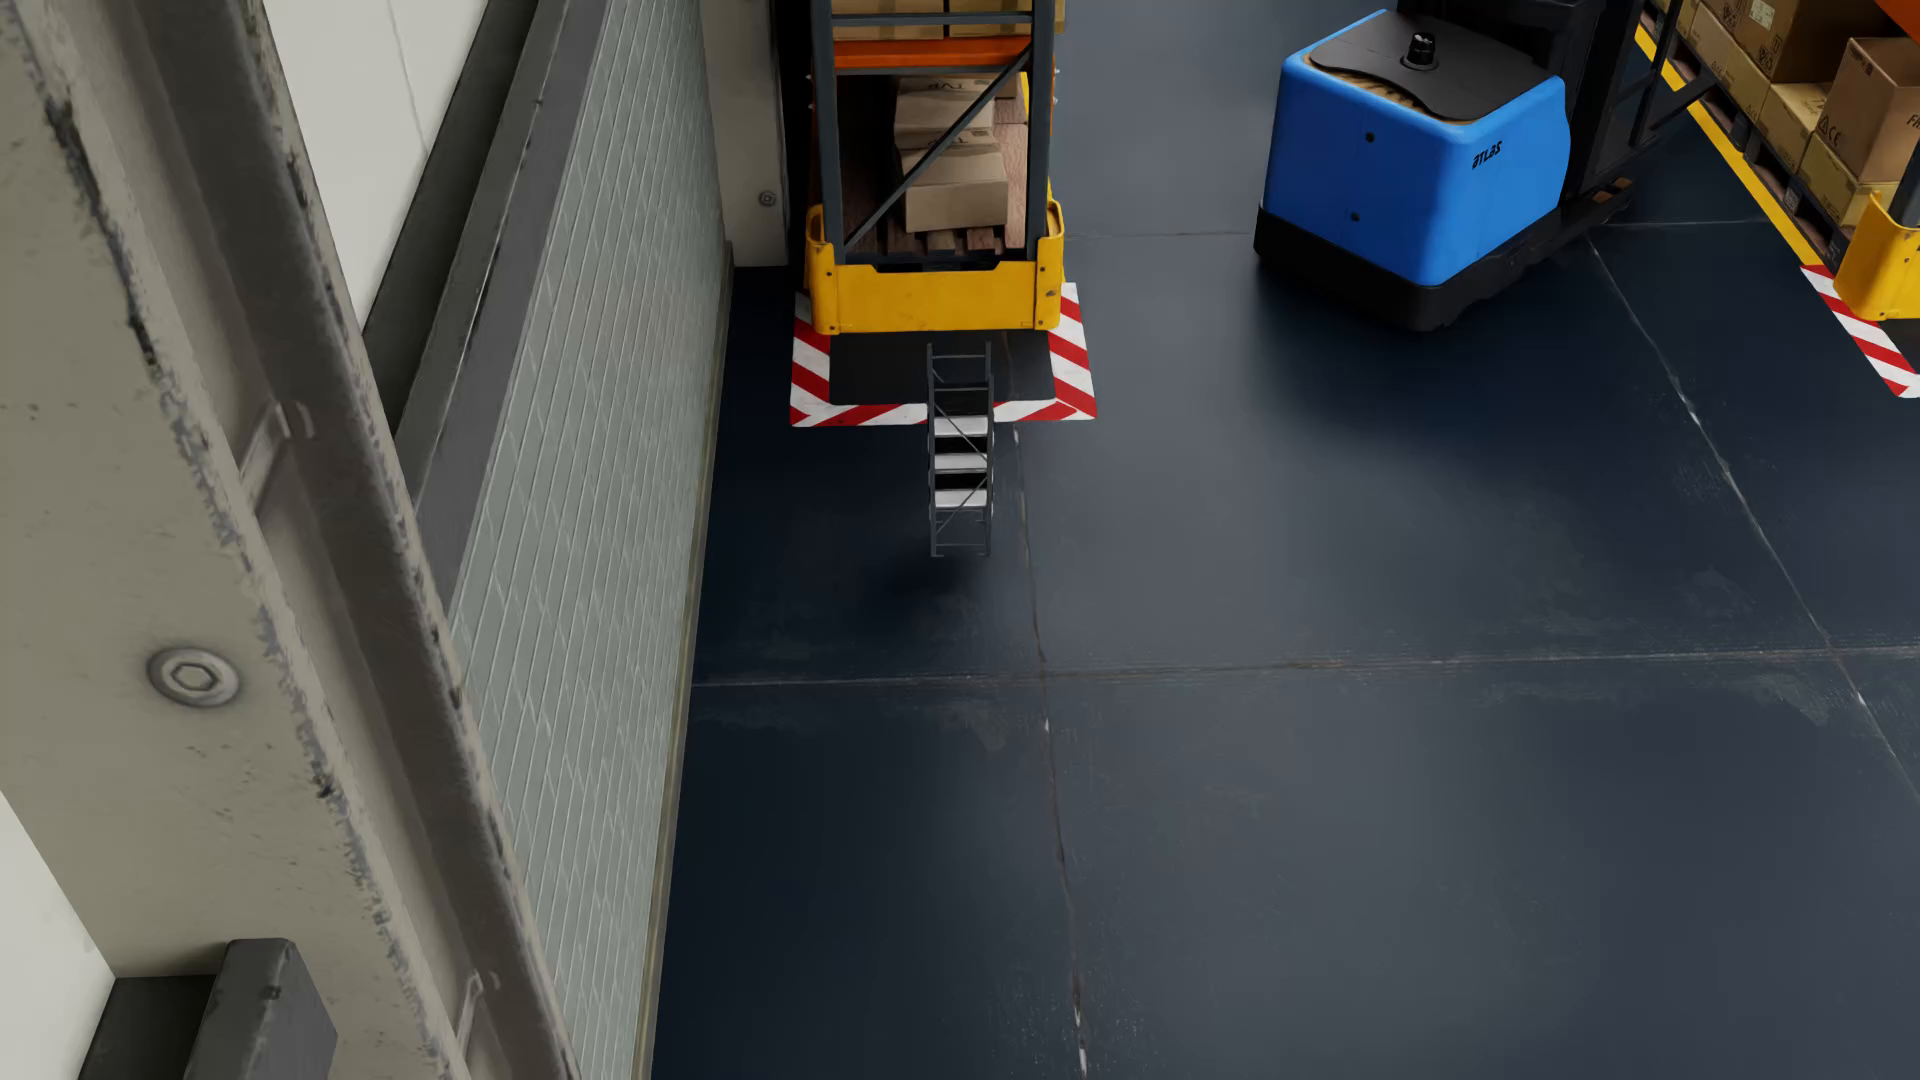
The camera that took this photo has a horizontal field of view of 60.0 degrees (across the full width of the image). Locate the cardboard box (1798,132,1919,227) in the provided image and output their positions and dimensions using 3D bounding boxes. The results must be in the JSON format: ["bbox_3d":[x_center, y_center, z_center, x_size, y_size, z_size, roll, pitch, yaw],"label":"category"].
[{"bbox_3d":[4.518,-1.786,8.203,0.500,0.250,0.500,-2,43,-2],"label":"cardboard box"}]

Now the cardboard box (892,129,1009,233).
[{"bbox_3d":[-0.053,-1.788,8.145,0.500,0.311,0.500,-6,43,-7],"label":"cardboard box"}]

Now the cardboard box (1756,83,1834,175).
[{"bbox_3d":[4.484,-2.124,8.571,0.500,0.250,0.500,-2,43,-2],"label":"cardboard box"}]

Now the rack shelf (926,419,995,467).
[{"bbox_3d":[0.000,-0.379,6.414,0.258,0.077,0.200,-2,43,-2],"label":"rack shelf"}]

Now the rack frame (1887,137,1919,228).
[{"bbox_3d":[4.836,-2.292,7.030,1.000,3.000,0.127,-2,43,-2],"label":"rack frame"}]

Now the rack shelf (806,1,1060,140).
[{"bbox_3d":[-0.198,-3.232,8.589,1.077,0.370,4.000,-2,43,-2],"label":"rack shelf"}]

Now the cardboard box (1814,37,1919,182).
[{"bbox_3d":[4.516,-2.063,7.950,0.500,0.500,0.500,-2,43,-2],"label":"cardboard box"}]

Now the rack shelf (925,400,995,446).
[{"bbox_3d":[0.000,-0.445,6.353,0.258,0.077,0.200,-2,43,-2],"label":"rack shelf"}]

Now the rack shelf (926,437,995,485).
[{"bbox_3d":[0.000,-0.313,6.474,0.258,0.077,0.200,-2,43,-2],"label":"rack shelf"}]

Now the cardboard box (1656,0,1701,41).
[{"bbox_3d":[4.415,-3.136,9.676,0.500,0.250,0.500,-2,43,-2],"label":"cardboard box"}]

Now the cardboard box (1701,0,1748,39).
[{"bbox_3d":[4.438,-3.075,9.054,0.500,0.500,0.500,-2,43,-2],"label":"cardboard box"}]

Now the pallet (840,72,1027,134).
[{"bbox_3d":[-0.165,-2.542,9.366,1.003,0.211,1.213,-2,43,-2],"label":"pallet"}]

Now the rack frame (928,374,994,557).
[{"bbox_3d":[0.004,-0.269,6.377,0.240,0.900,0.006,-2,43,-2],"label":"rack frame"}]

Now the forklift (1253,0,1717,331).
[{"bbox_3d":[2.865,-2.924,7.771,3.031,2.935,1.130,-33,52,-31],"label":"forklift"}]

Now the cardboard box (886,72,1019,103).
[{"bbox_3d":[-0.058,-2.739,9.043,0.700,0.500,0.500,-4,43,-4],"label":"cardboard box"}]

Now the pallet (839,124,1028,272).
[{"bbox_3d":[-0.116,-1.720,8.470,1.003,0.211,1.213,-2,43,-2],"label":"pallet"}]

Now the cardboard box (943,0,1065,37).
[{"bbox_3d":[0.183,-2.438,7.286,0.500,0.250,0.500,-3,43,-3],"label":"cardboard box"}]

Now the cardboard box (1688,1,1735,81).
[{"bbox_3d":[4.442,-2.799,9.308,0.500,0.250,0.500,-2,43,-2],"label":"cardboard box"}]

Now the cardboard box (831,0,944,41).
[{"bbox_3d":[-0.327,-2.409,7.255,0.500,0.250,0.500,-1,43,-1],"label":"cardboard box"}]

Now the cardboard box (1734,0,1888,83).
[{"bbox_3d":[4.458,-2.738,8.686,0.500,0.500,0.500,-2,43,-2],"label":"cardboard box"}]

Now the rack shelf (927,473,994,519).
[{"bbox_3d":[0.000,-0.180,6.596,0.258,0.077,0.200,-2,43,-2],"label":"rack shelf"}]

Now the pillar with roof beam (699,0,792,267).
[{"bbox_3d":[3.294,-4.930,5.469,9.100,9.000,0.400,-2,43,-2],"label":"pillar with roof beam"}]

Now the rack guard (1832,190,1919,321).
[{"bbox_3d":[4.837,-1.354,7.857,1.175,0.500,0.348,-2,43,-2],"label":"rack guard"}]

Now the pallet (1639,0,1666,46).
[{"bbox_3d":[4.658,-3.426,10.332,1.003,0.211,1.213,-2,43,-2],"label":"pallet"}]

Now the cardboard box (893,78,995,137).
[{"bbox_3d":[-0.077,-2.173,8.565,0.500,0.311,0.500,2,43,2],"label":"cardboard box"}]

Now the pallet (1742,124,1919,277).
[{"bbox_3d":[4.761,-1.779,8.534,1.003,0.211,1.213,-2,43,-2],"label":"pallet"}]

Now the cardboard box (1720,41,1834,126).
[{"bbox_3d":[4.461,-2.461,8.939,0.500,0.250,0.500,-2,43,-2],"label":"cardboard box"}]

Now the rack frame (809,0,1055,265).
[{"bbox_3d":[-0.113,-2.147,6.872,1.000,3.000,0.127,-2,43,-2],"label":"rack frame"}]

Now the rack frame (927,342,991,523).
[{"bbox_3d":[-0.005,-0.406,6.527,0.240,0.900,0.006,-2,43,-2],"label":"rack frame"}]

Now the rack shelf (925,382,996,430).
[{"bbox_3d":[0.000,-0.512,6.292,0.258,0.077,0.200,-2,43,-2],"label":"rack shelf"}]

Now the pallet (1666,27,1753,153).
[{"bbox_3d":[4.713,-2.601,9.431,1.003,0.211,1.213,-2,43,-2],"label":"pallet"}]

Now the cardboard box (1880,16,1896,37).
[{"bbox_3d":[4.978,-2.752,8.702,0.500,0.500,0.500,-2,43,-2],"label":"cardboard box"}]

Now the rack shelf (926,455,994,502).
[{"bbox_3d":[0.000,-0.246,6.535,0.258,0.077,0.200,-2,43,-2],"label":"rack shelf"}]

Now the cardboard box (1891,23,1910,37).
[{"bbox_3d":[5.012,-2.415,8.334,0.500,0.500,0.500,-2,43,-2],"label":"cardboard box"}]

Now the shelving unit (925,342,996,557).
[{"bbox_3d":[0.000,-0.337,6.452,0.258,0.900,0.210,-2,43,-2],"label":"shelving unit"}]

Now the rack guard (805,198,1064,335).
[{"bbox_3d":[-0.117,-1.277,7.773,1.175,0.500,0.348,-2,43,-2],"label":"rack guard"}]
